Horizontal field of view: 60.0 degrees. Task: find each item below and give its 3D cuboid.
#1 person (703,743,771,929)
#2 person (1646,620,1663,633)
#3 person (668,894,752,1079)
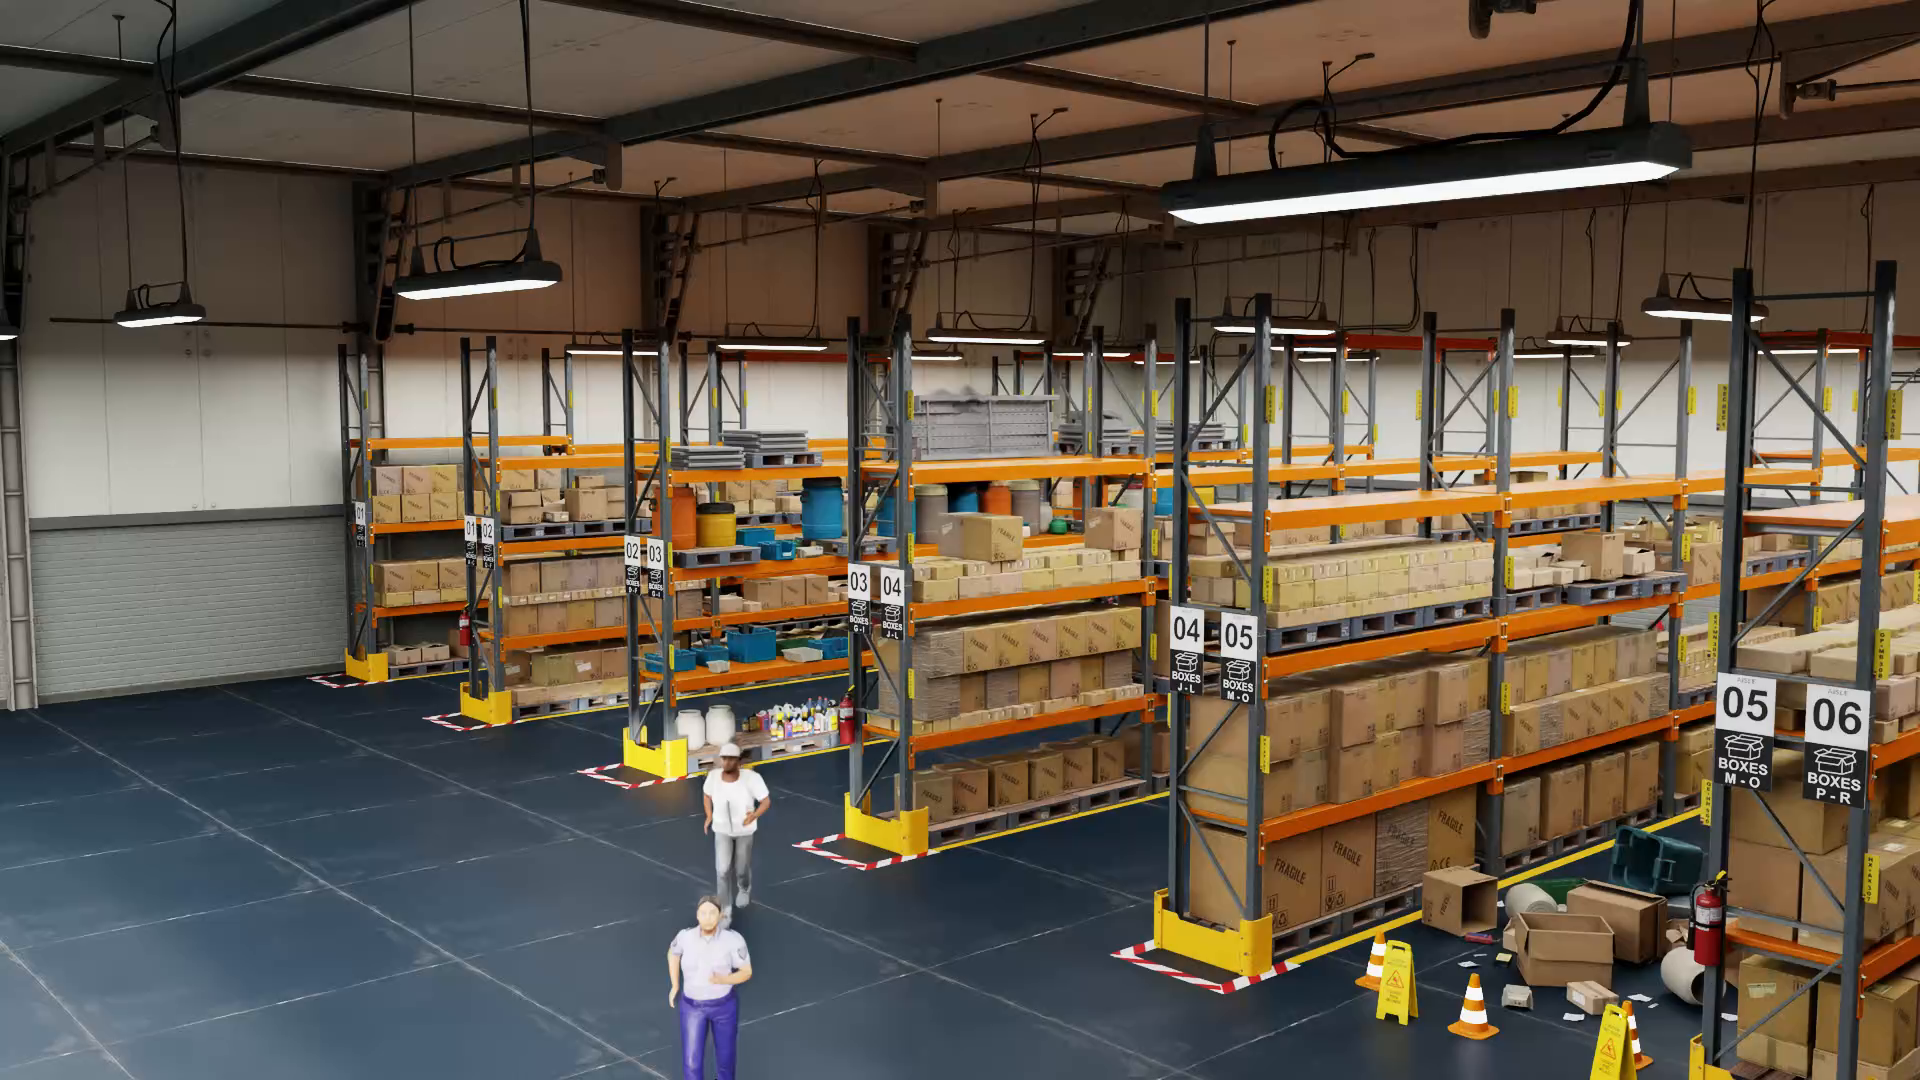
[{"bbox_3d":[-2.169,2.841,16.145,0.682,1.803,0.850,0,5,2],"label":"person"},{"bbox_3d":[10.258,2.090,24.551,0.795,1.812,0.665,-4,6,-36],"label":"person"},{"bbox_3d":[-1.743,3.295,11.587,0.594,1.671,0.877,-1,5,-6],"label":"person"}]
